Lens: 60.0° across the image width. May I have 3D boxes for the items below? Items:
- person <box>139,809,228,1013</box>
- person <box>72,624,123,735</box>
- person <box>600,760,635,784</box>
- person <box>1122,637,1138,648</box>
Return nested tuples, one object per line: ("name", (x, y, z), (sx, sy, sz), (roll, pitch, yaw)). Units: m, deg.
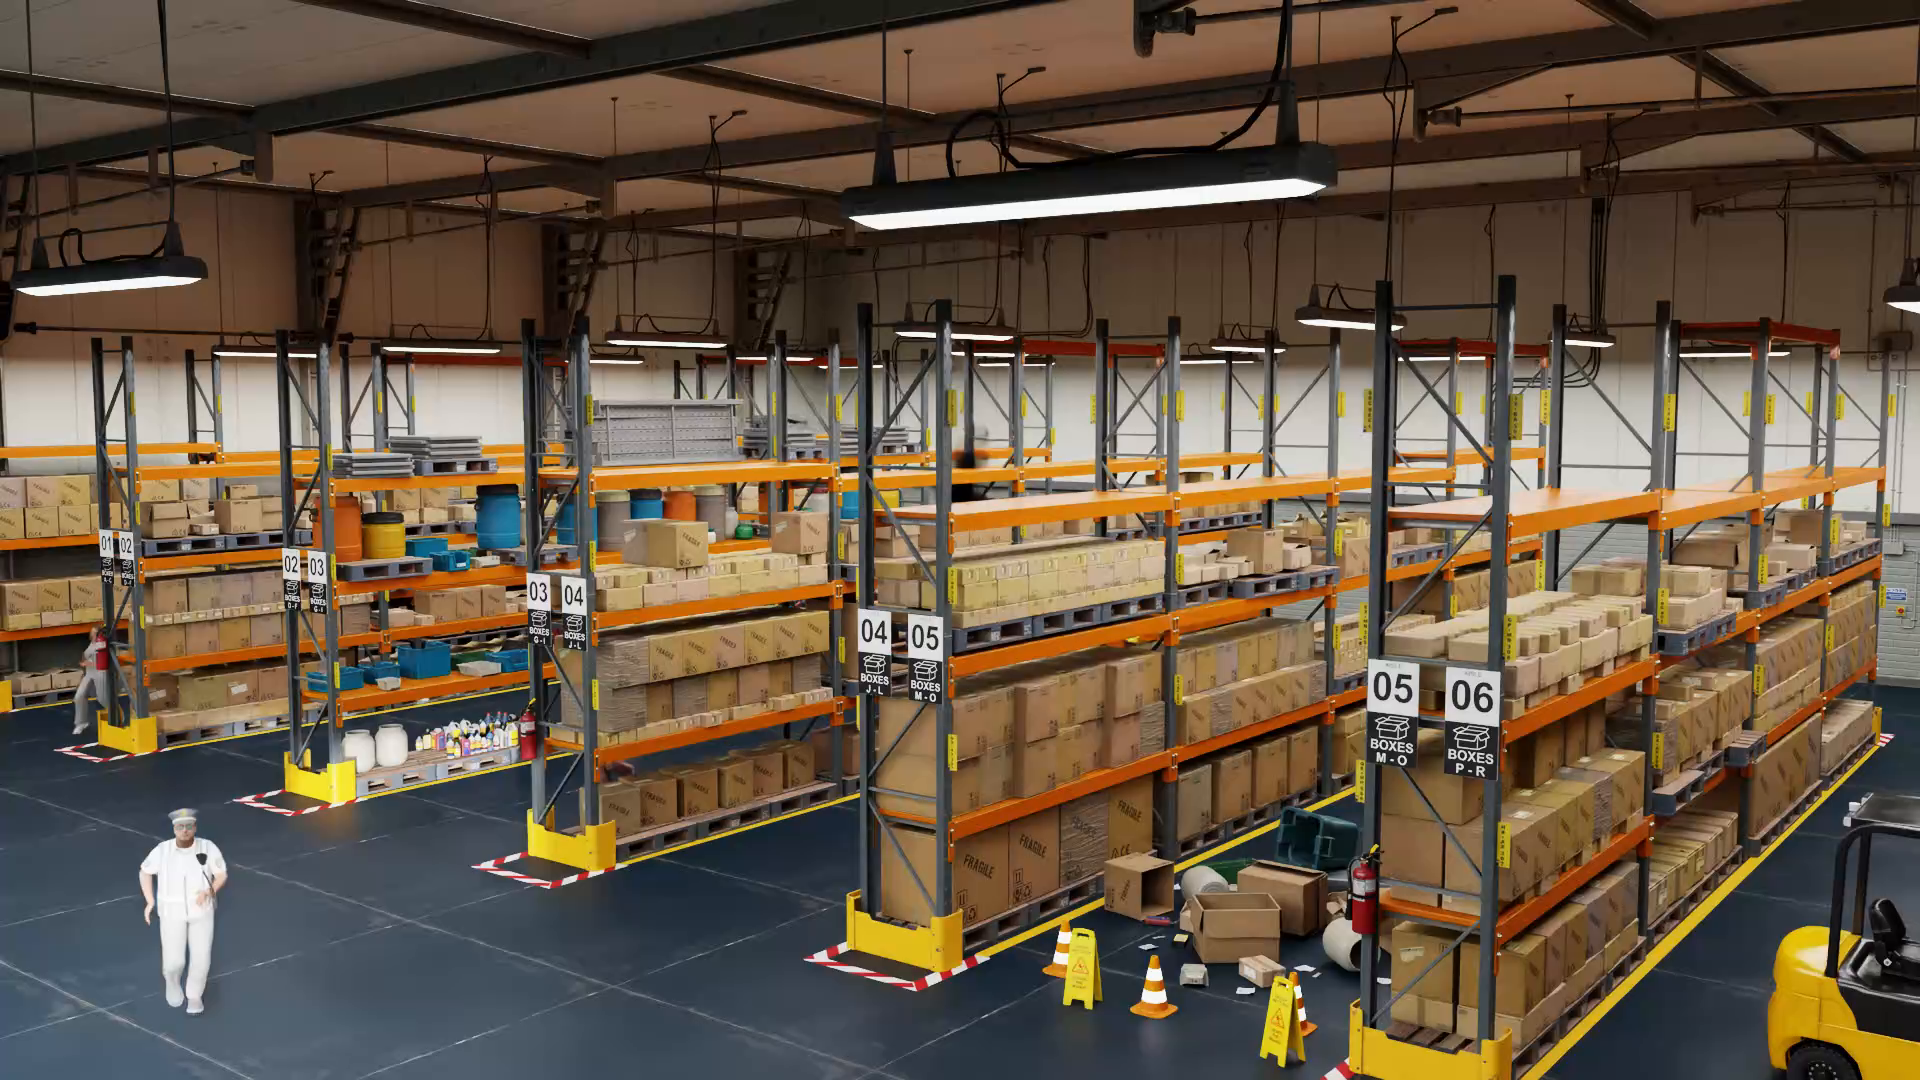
("person", (-6.422, 3.091, 13.797), (0.661, 1.739, 0.593), (-3, 6, -28))
("person", (-13.203, 2.133, 25.570), (0.561, 1.710, 0.791), (2, 6, 26))
("person", (-4.486, 2.496, 21.354), (0.580, 1.619, 0.554), (3, 6, 28))
("person", (2.248, 2.100, 21.969), (0.679, 1.738, 0.531), (3, 6, 34))
